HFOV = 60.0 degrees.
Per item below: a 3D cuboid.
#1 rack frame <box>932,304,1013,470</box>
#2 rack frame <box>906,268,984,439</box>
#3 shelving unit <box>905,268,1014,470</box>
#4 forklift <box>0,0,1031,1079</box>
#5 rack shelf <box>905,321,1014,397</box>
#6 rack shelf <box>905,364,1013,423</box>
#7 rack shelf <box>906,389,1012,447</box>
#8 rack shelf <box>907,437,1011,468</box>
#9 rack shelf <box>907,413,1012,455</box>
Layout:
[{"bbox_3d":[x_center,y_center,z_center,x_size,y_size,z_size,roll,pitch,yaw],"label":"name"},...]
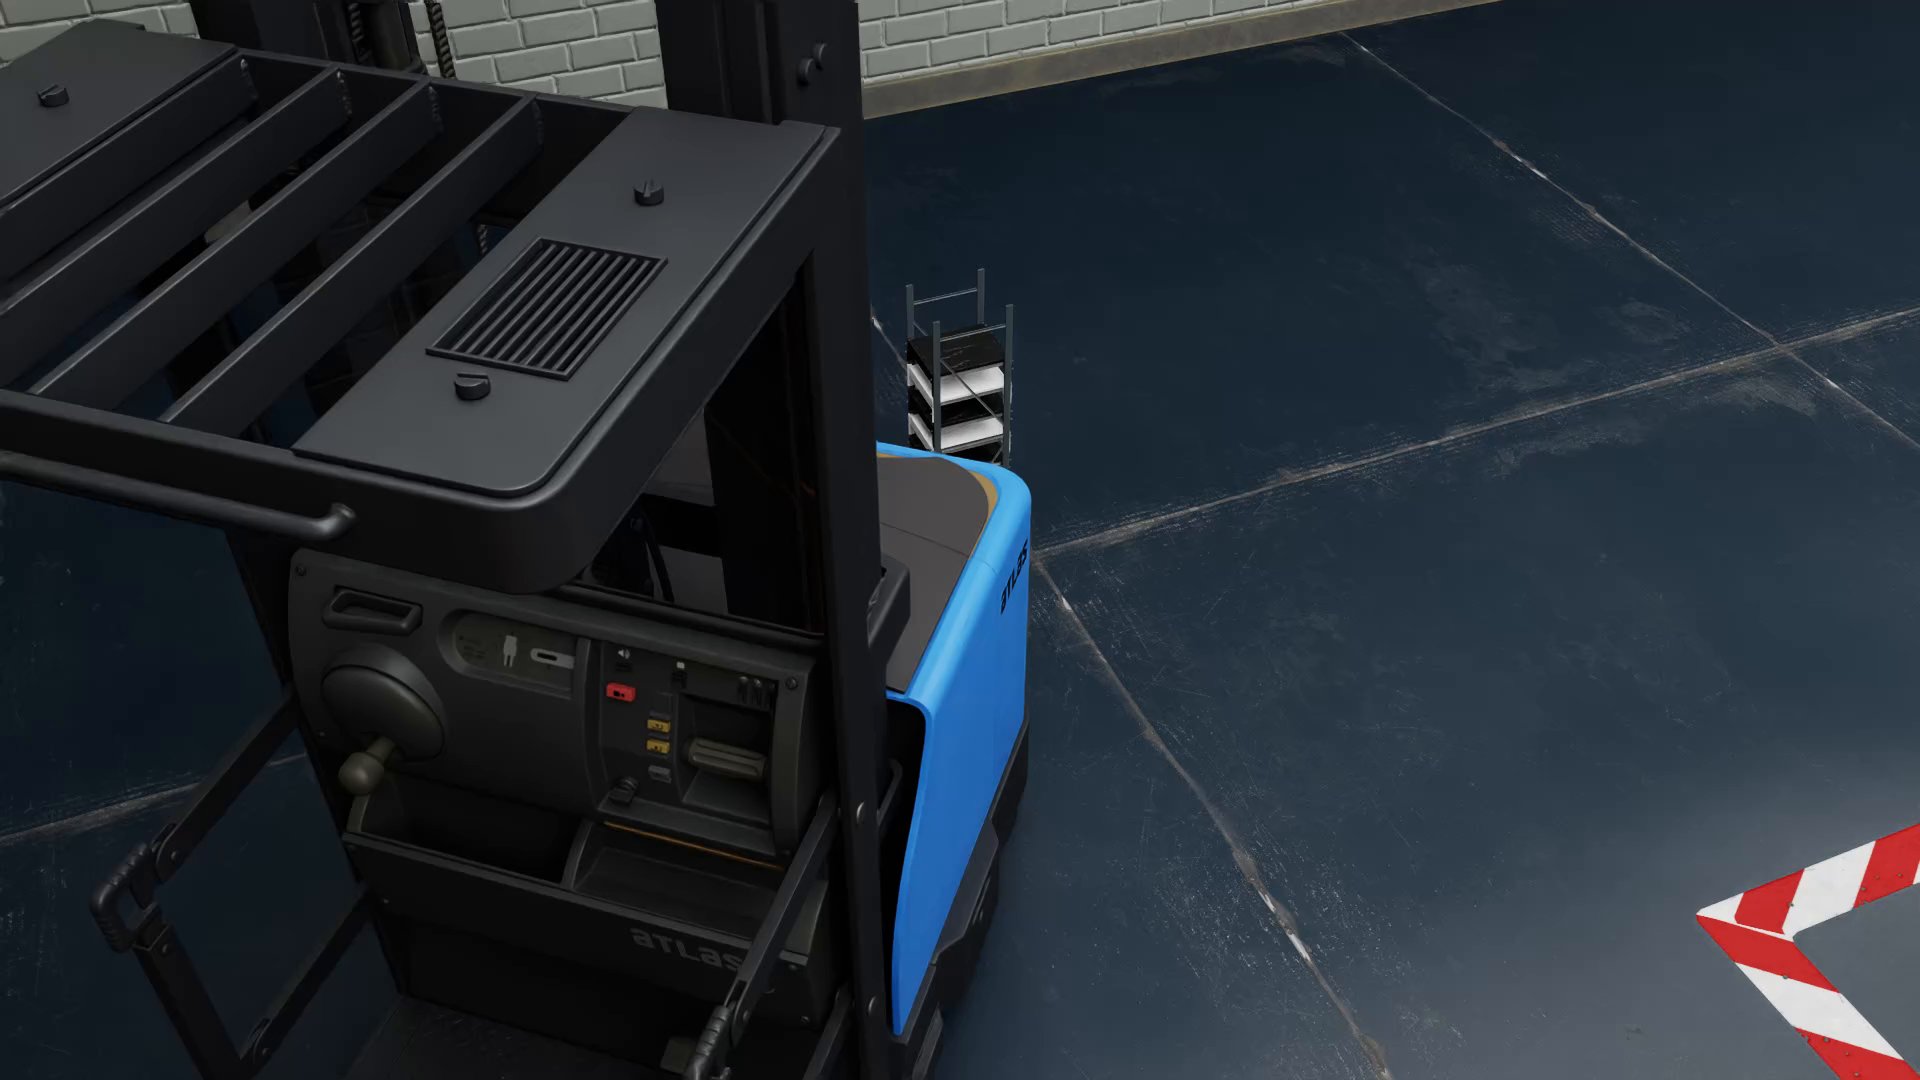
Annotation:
[{"bbox_3d":[0.036,-0.285,4.891,0.240,0.900,0.006,-15,43,-17],"label":"rack frame"},{"bbox_3d":[-0.042,-0.407,5.034,0.240,0.900,0.006,-15,43,-17],"label":"rack frame"},{"bbox_3d":[-0.003,-0.346,4.962,0.258,0.900,0.210,-15,43,-17],"label":"shelving unit"},{"bbox_3d":[-0.750,0.364,2.578,1.130,2.935,3.031,12,42,13],"label":"forklift"},{"bbox_3d":[-0.003,-0.526,4.808,0.258,0.077,0.200,-15,43,-17],"label":"rack shelf"},{"bbox_3d":[-0.003,-0.457,4.867,0.258,0.077,0.200,-15,43,-17],"label":"rack shelf"},{"bbox_3d":[-0.003,-0.389,4.925,0.258,0.077,0.200,-15,43,-17],"label":"rack shelf"},{"bbox_3d":[-0.003,-0.253,5.043,0.258,0.077,0.200,-15,43,-17],"label":"rack shelf"},{"bbox_3d":[-0.003,-0.321,4.984,0.258,0.077,0.200,-15,43,-17],"label":"rack shelf"}]
